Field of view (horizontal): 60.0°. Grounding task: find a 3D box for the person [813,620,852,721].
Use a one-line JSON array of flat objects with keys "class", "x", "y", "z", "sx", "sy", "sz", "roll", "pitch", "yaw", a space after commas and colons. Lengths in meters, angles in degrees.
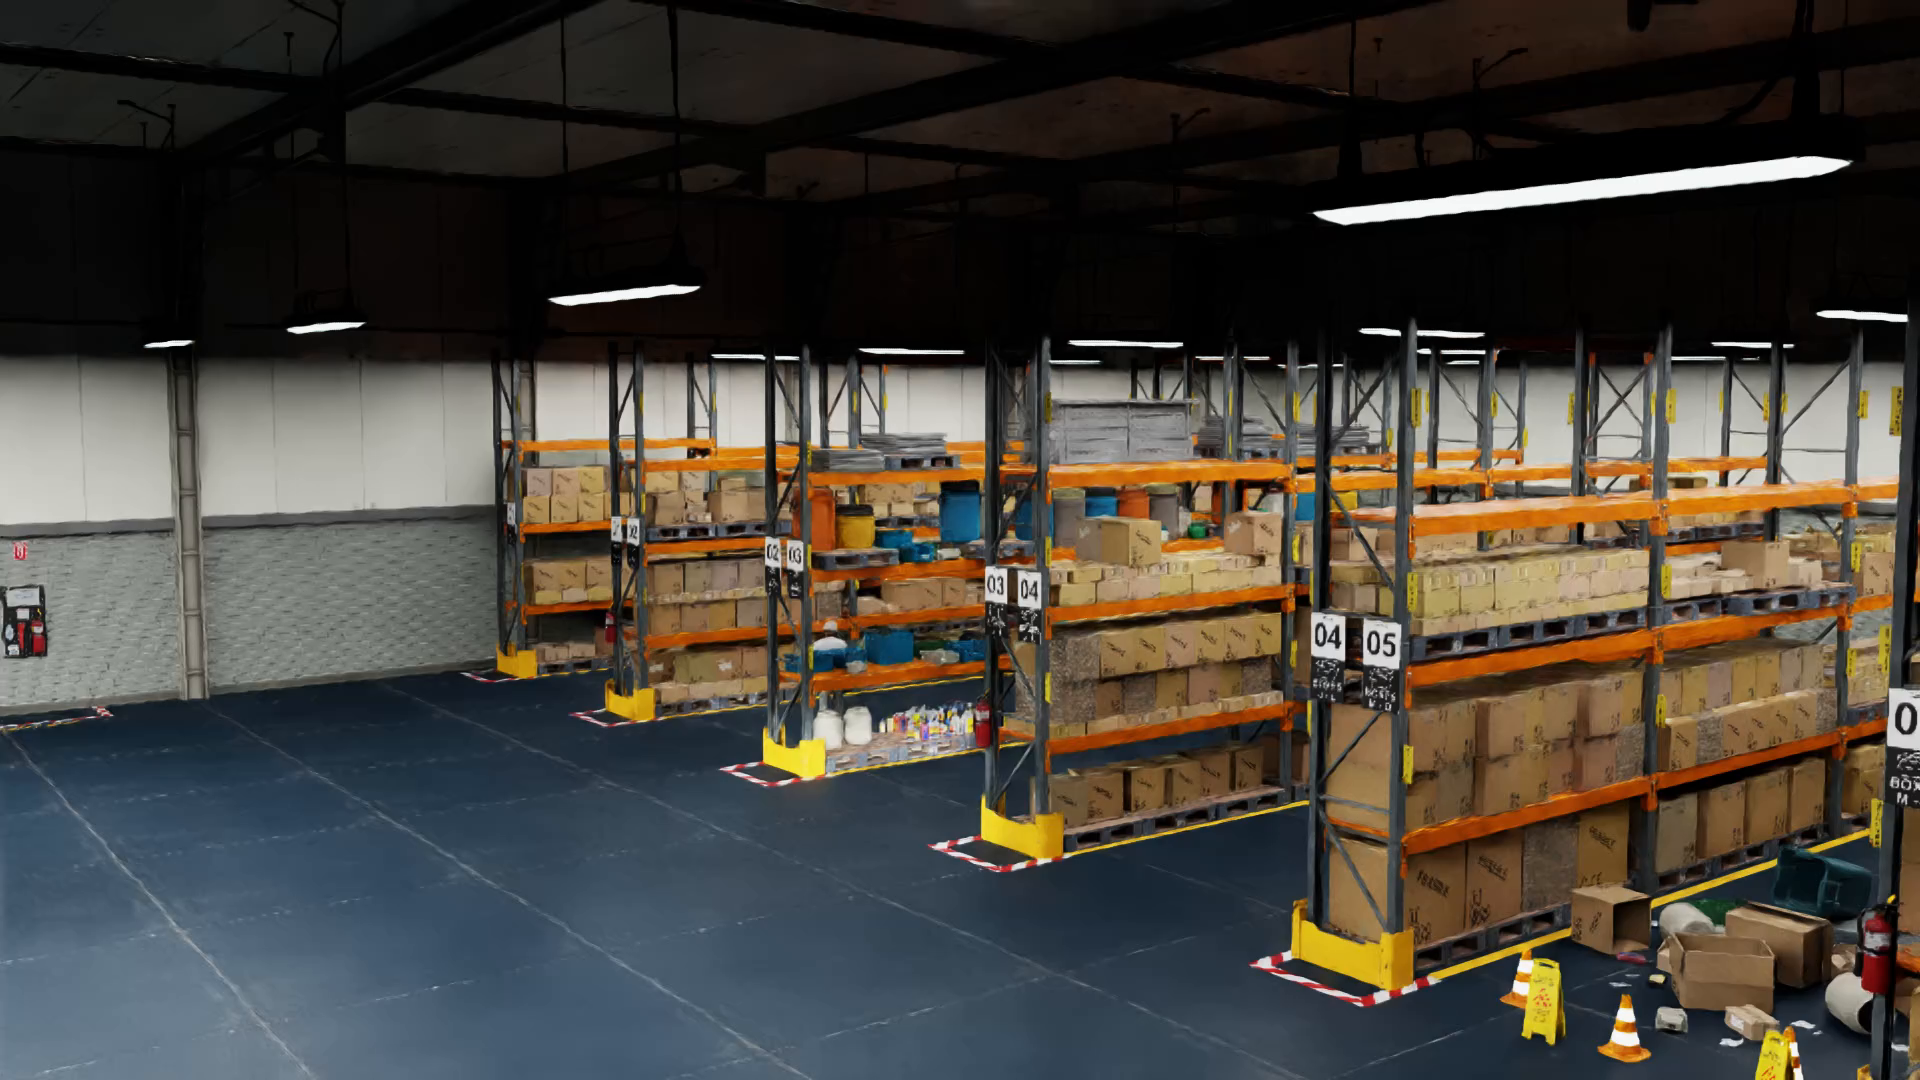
[{"class": "person", "x": -1.940, "y": 2.071, "z": 25.025, "sx": 0.657, "sy": 1.765, "sz": 0.546, "roll": -2, "pitch": 5, "yaw": -17}]
